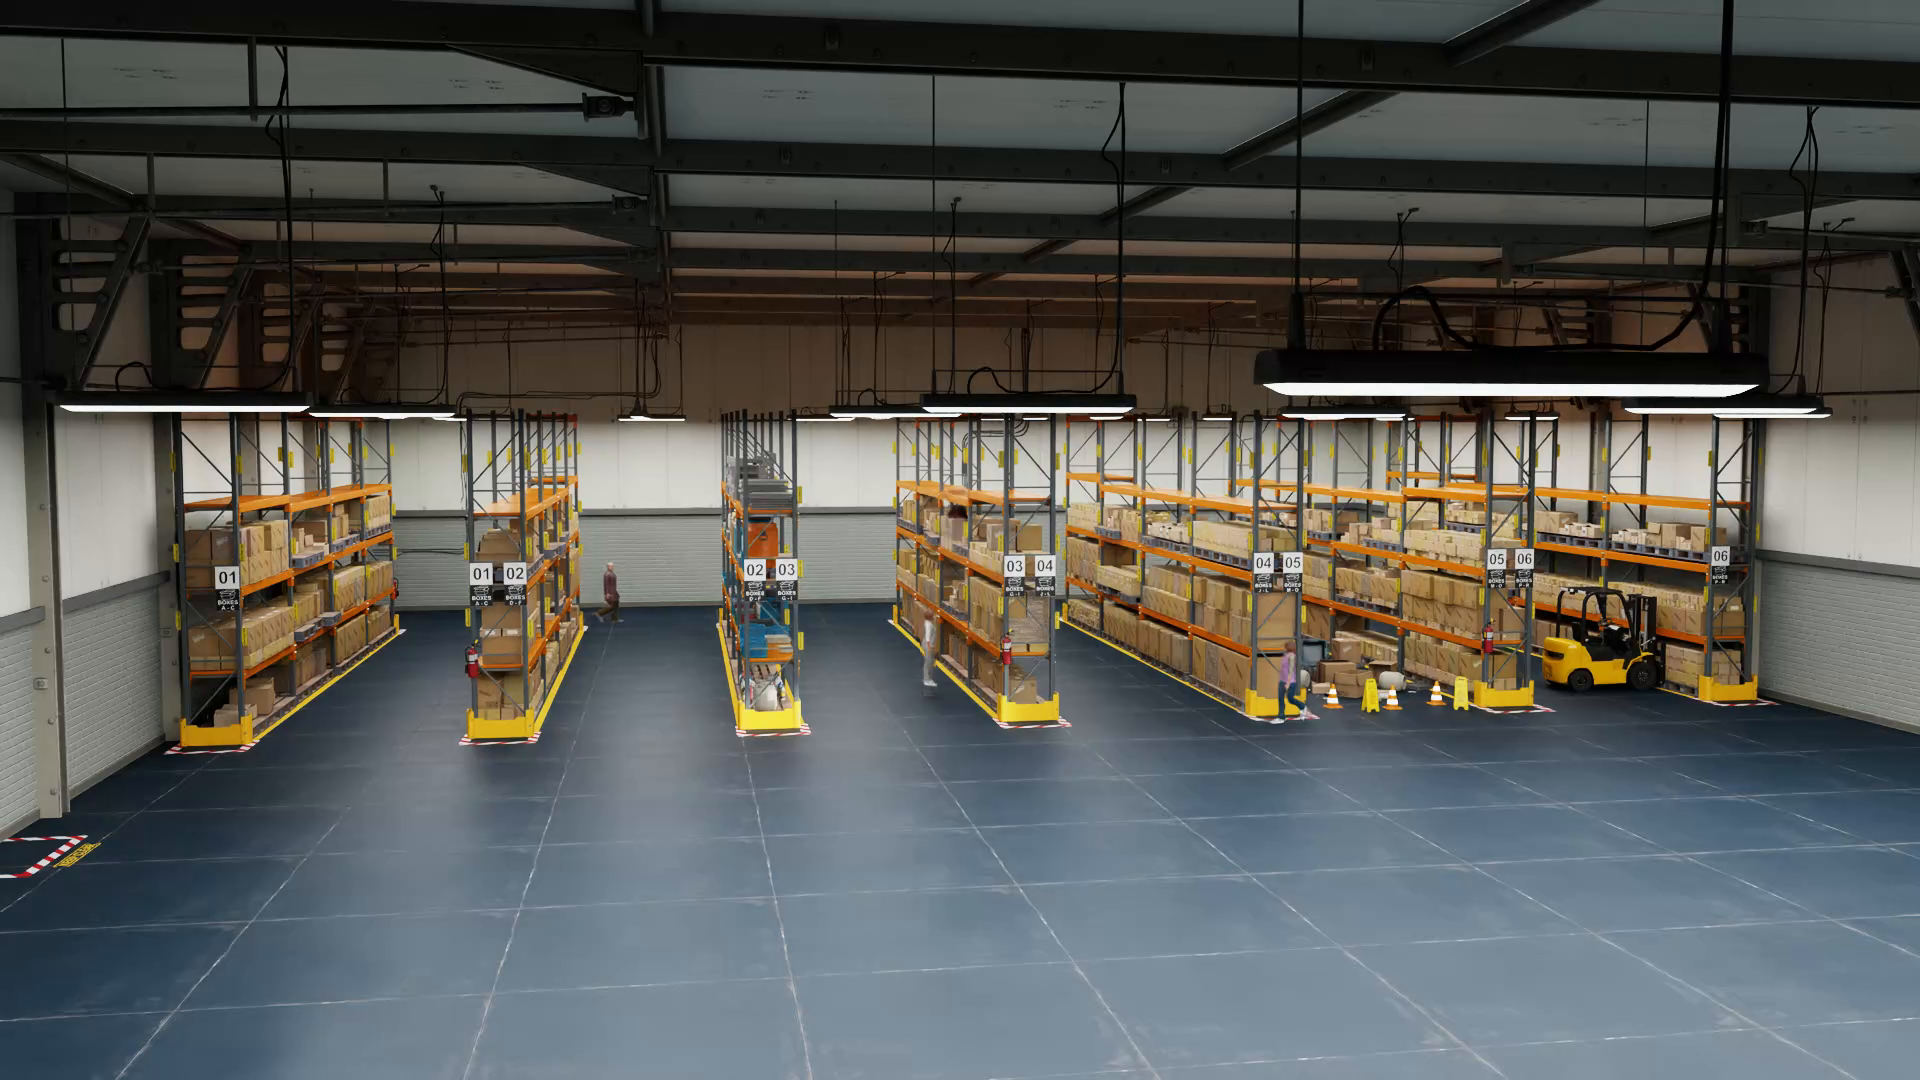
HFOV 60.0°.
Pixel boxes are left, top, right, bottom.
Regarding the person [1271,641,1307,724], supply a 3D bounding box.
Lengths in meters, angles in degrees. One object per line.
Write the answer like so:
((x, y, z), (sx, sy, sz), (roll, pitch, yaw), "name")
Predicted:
((6.293, 2.709, 31.778), (0.716, 1.588, 0.378), (-3, 5, -35), "person")

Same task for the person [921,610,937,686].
((-0.659, 2.296, 35.163), (0.326, 1.662, 0.482), (0, 4, 3), "person")

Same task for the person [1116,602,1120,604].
((4.823, 1.333, 50.226), (0.631, 1.774, 0.481), (0, 4, -7), "person")

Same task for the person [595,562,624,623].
((-10.043, 1.565, 47.600), (0.809, 1.657, 0.642), (-1, 4, -11), "person")
